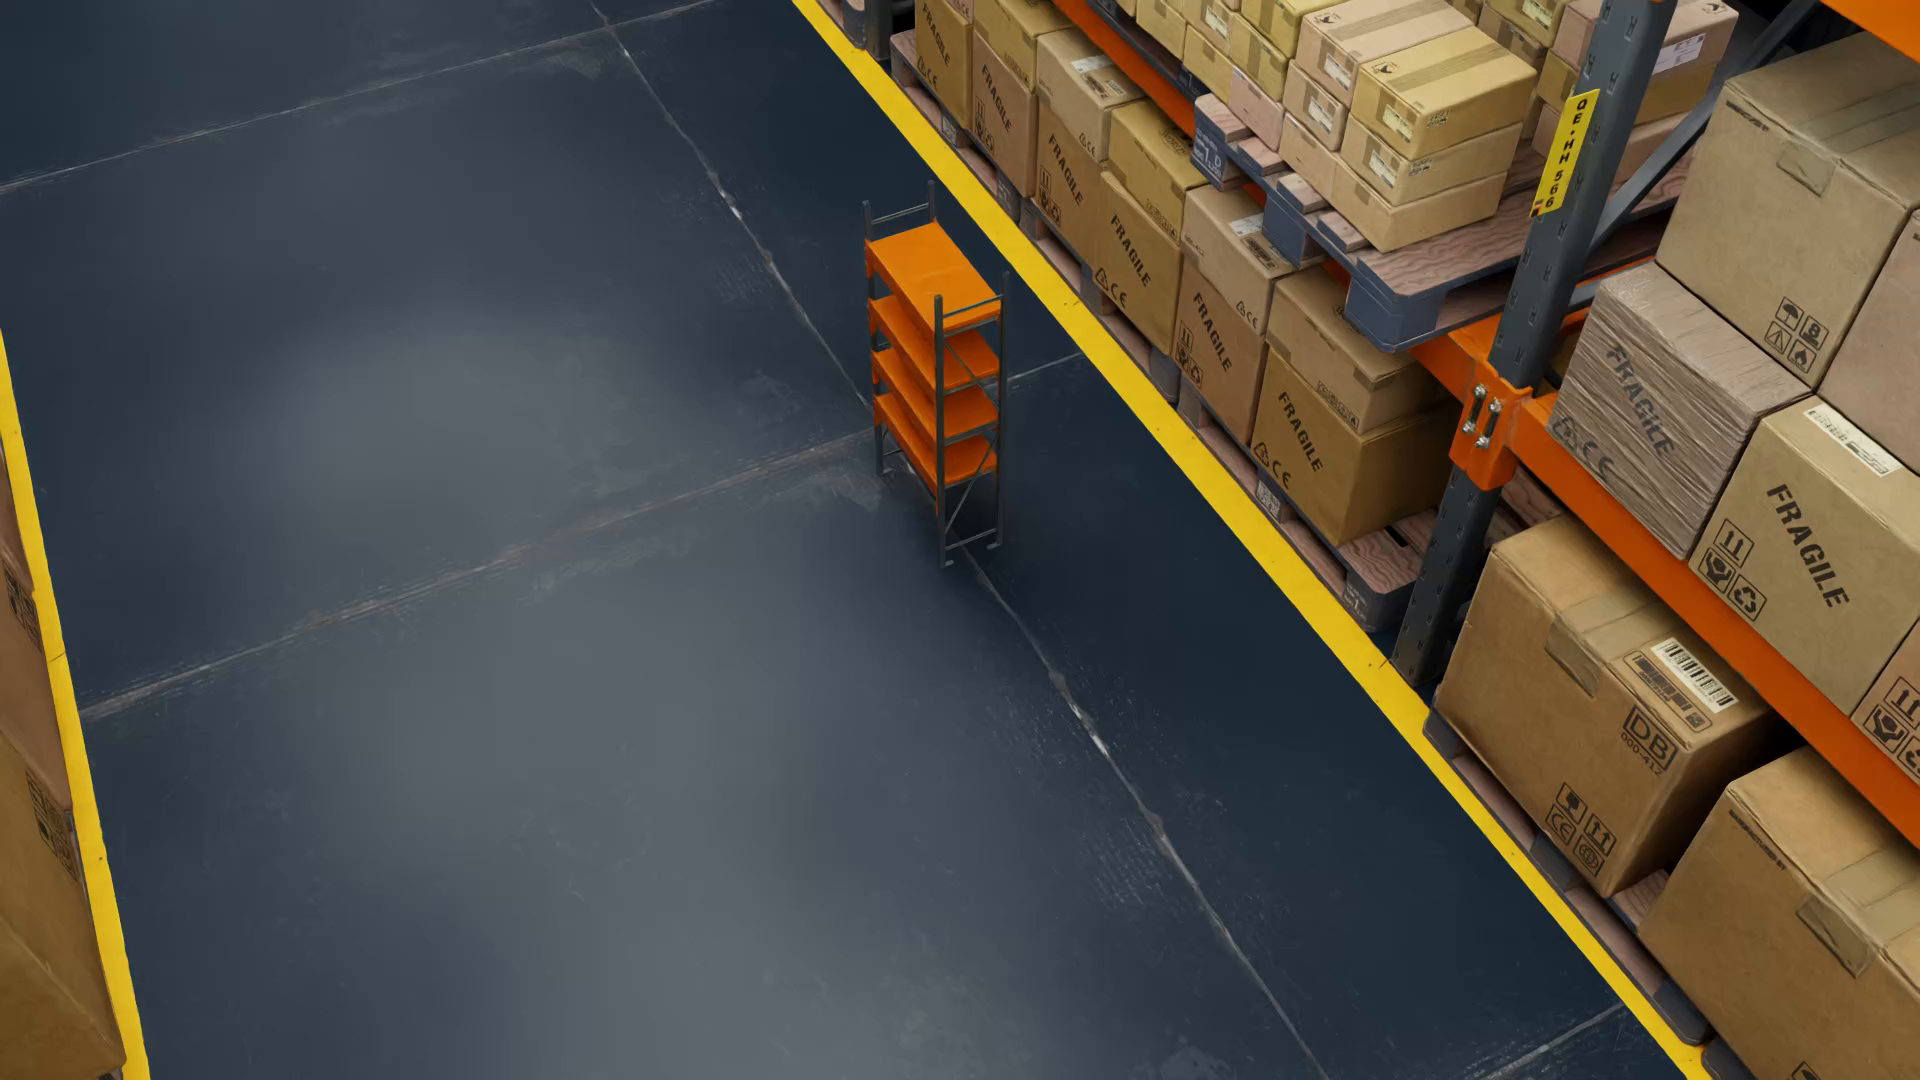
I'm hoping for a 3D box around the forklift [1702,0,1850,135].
[{"bbox_3d":[3.315,-2.512,6.000,3.031,2.935,1.130,-25,53,-20],"label":"forklift"}]

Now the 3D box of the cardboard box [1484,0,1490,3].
[{"bbox_3d":[1.593,-1.694,4.731,0.380,0.149,0.250,-21,52,-18],"label":"cardboard box"}]

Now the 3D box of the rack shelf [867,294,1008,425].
[{"bbox_3d":[-0.076,-0.609,5.278,0.258,0.148,0.480,-21,52,-18],"label":"rack shelf"}]

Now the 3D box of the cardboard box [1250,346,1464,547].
[{"bbox_3d":[1.332,-0.388,5.478,0.500,0.500,0.500,-21,52,-18],"label":"cardboard box"}]

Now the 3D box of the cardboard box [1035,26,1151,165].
[{"bbox_3d":[0.614,-1.677,6.108,0.500,0.250,0.500,-19,52,-16],"label":"cardboard box"}]

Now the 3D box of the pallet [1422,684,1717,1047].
[{"bbox_3d":[2.159,0.750,4.954,1.003,0.211,1.213,-21,52,-18],"label":"pallet"}]

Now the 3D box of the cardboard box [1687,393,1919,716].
[{"bbox_3d":[2.066,-0.022,3.710,0.500,0.500,0.500,-22,52,-18],"label":"cardboard box"}]

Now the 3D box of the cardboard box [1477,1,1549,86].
[{"bbox_3d":[1.697,-1.449,4.715,0.380,0.149,0.250,-19,51,-16],"label":"cardboard box"}]

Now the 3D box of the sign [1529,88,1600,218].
[{"bbox_3d":[1.387,-0.884,3.813,0.100,0.325,0.005,-21,52,-18],"label":"sign"}]

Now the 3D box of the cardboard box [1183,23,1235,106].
[{"bbox_3d":[0.890,-1.456,4.919,0.380,0.149,0.250,-22,52,-18],"label":"cardboard box"}]

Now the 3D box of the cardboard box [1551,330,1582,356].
[{"bbox_3d":[1.765,-0.829,5.366,0.500,0.250,0.500,-23,53,-19],"label":"cardboard box"}]

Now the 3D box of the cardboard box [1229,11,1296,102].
[{"bbox_3d":[0.988,-1.402,4.674,0.380,0.149,0.250,-20,52,-17],"label":"cardboard box"}]

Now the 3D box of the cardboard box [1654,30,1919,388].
[{"bbox_3d":[2.062,-0.780,3.709,0.700,0.500,0.500,-21,52,-18],"label":"cardboard box"}]

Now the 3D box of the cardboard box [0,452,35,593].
[{"bbox_3d":[-3.701,-0.178,5.045,1.225,0.875,0.875,-23,53,-19],"label":"cardboard box"}]

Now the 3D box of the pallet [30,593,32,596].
[{"bbox_3d":[-3.439,0.468,5.200,1.003,0.211,1.213,-21,52,-18],"label":"pallet"}]

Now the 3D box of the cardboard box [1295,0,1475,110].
[{"bbox_3d":[1.121,-1.312,4.398,0.380,0.149,0.250,-22,52,-18],"label":"cardboard box"}]

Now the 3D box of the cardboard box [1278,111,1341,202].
[{"bbox_3d":[1.119,-1.116,4.621,0.380,0.149,0.250,-21,52,-18],"label":"cardboard box"}]

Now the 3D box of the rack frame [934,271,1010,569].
[{"bbox_3d":[0.036,-0.342,5.252,0.240,1.200,0.015,-21,52,-18],"label":"rack frame"}]

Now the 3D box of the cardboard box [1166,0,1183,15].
[{"bbox_3d":[0.762,-1.737,4.967,0.380,0.149,0.250,-21,52,-18],"label":"cardboard box"}]

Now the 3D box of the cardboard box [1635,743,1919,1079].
[{"bbox_3d":[2.467,0.903,4.183,1.050,0.750,0.750,-20,52,-17],"label":"cardboard box"}]

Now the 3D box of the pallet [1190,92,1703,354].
[{"bbox_3d":[1.445,-1.099,4.846,1.213,0.211,1.003,-21,52,-18],"label":"pallet"}]

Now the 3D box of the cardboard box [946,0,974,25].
[{"bbox_3d":[0.138,-2.376,6.718,0.500,0.250,0.500,-23,53,-19],"label":"cardboard box"}]

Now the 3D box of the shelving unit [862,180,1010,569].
[{"bbox_3d":[-0.076,-0.506,5.395,0.258,1.200,0.503,-21,52,-18],"label":"shelving unit"}]

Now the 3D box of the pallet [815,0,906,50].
[{"bbox_3d":[-0.304,-2.918,8.162,1.003,0.211,1.213,-21,52,-18],"label":"pallet"}]

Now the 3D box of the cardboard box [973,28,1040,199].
[{"bbox_3d":[0.381,-1.775,6.691,0.500,0.500,0.500,-19,52,-16],"label":"cardboard box"}]

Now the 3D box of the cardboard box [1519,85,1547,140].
[{"bbox_3d":[1.718,-1.326,4.805,0.380,0.149,0.250,-19,51,-16],"label":"cardboard box"}]

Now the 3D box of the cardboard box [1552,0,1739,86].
[{"bbox_3d":[1.824,-1.352,4.433,0.380,0.149,0.250,-21,52,-17],"label":"cardboard box"}]

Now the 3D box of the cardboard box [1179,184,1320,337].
[{"bbox_3d":[1.079,-0.986,5.503,0.500,0.250,0.500,-20,52,-17],"label":"cardboard box"}]

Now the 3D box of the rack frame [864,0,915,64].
[{"bbox_3d":[0.035,-3.399,6.730,1.000,3.000,0.127,-21,52,-18],"label":"rack frame"}]

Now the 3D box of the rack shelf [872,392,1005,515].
[{"bbox_3d":[-0.076,-0.331,5.595,0.258,0.148,0.480,-21,52,-18],"label":"rack shelf"}]

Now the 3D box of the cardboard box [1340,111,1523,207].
[{"bbox_3d":[1.234,-1.049,4.365,0.380,0.149,0.250,-20,52,-17],"label":"cardboard box"}]

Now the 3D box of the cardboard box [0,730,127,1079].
[{"bbox_3d":[-2.888,1.011,4.005,1.225,0.875,0.875,-23,53,-19],"label":"cardboard box"}]

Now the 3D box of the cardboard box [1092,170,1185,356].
[{"bbox_3d":[0.841,-1.085,6.088,0.500,0.500,0.500,-23,53,-19],"label":"cardboard box"}]

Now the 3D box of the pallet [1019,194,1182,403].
[{"bbox_3d":[0.955,-1.143,6.609,1.003,0.211,1.213,-21,52,-18],"label":"pallet"}]

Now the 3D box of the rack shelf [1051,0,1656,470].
[{"bbox_3d":[0.950,-1.824,5.830,1.077,0.370,4.000,-21,52,-18],"label":"rack shelf"}]

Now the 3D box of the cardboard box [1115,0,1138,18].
[{"bbox_3d":[0.649,-1.809,5.228,0.380,0.149,0.250,-20,52,-16],"label":"cardboard box"}]

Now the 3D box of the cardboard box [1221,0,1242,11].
[{"bbox_3d":[0.875,-1.665,4.706,0.380,0.149,0.250,-20,52,-16],"label":"cardboard box"}]
